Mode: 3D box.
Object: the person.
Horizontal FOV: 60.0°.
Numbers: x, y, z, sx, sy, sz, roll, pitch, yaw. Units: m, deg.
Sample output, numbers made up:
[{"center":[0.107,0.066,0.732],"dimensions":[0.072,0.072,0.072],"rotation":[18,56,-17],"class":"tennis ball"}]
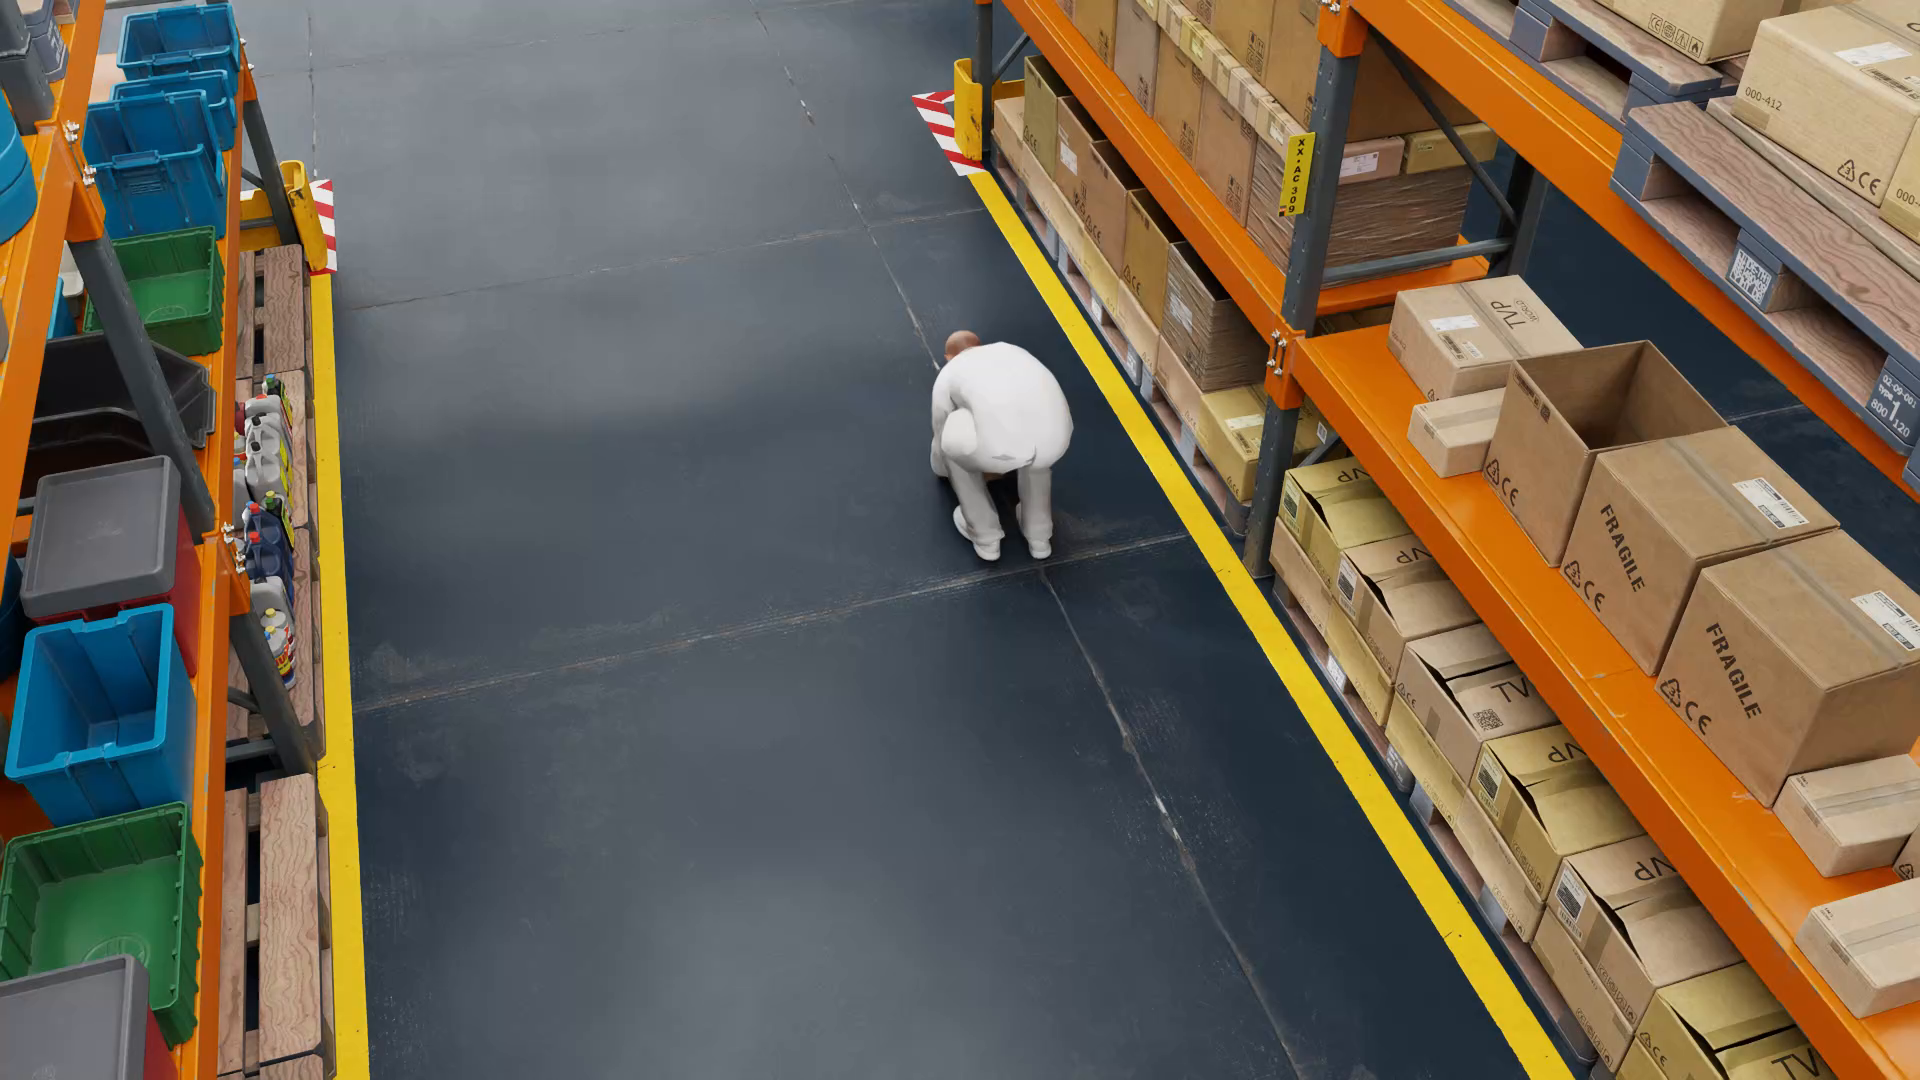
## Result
[{"center":[0.155,-0.458,7.306],"dimensions":[0.586,0.950,0.945],"rotation":[-13,43,-14],"class":"person"}]
